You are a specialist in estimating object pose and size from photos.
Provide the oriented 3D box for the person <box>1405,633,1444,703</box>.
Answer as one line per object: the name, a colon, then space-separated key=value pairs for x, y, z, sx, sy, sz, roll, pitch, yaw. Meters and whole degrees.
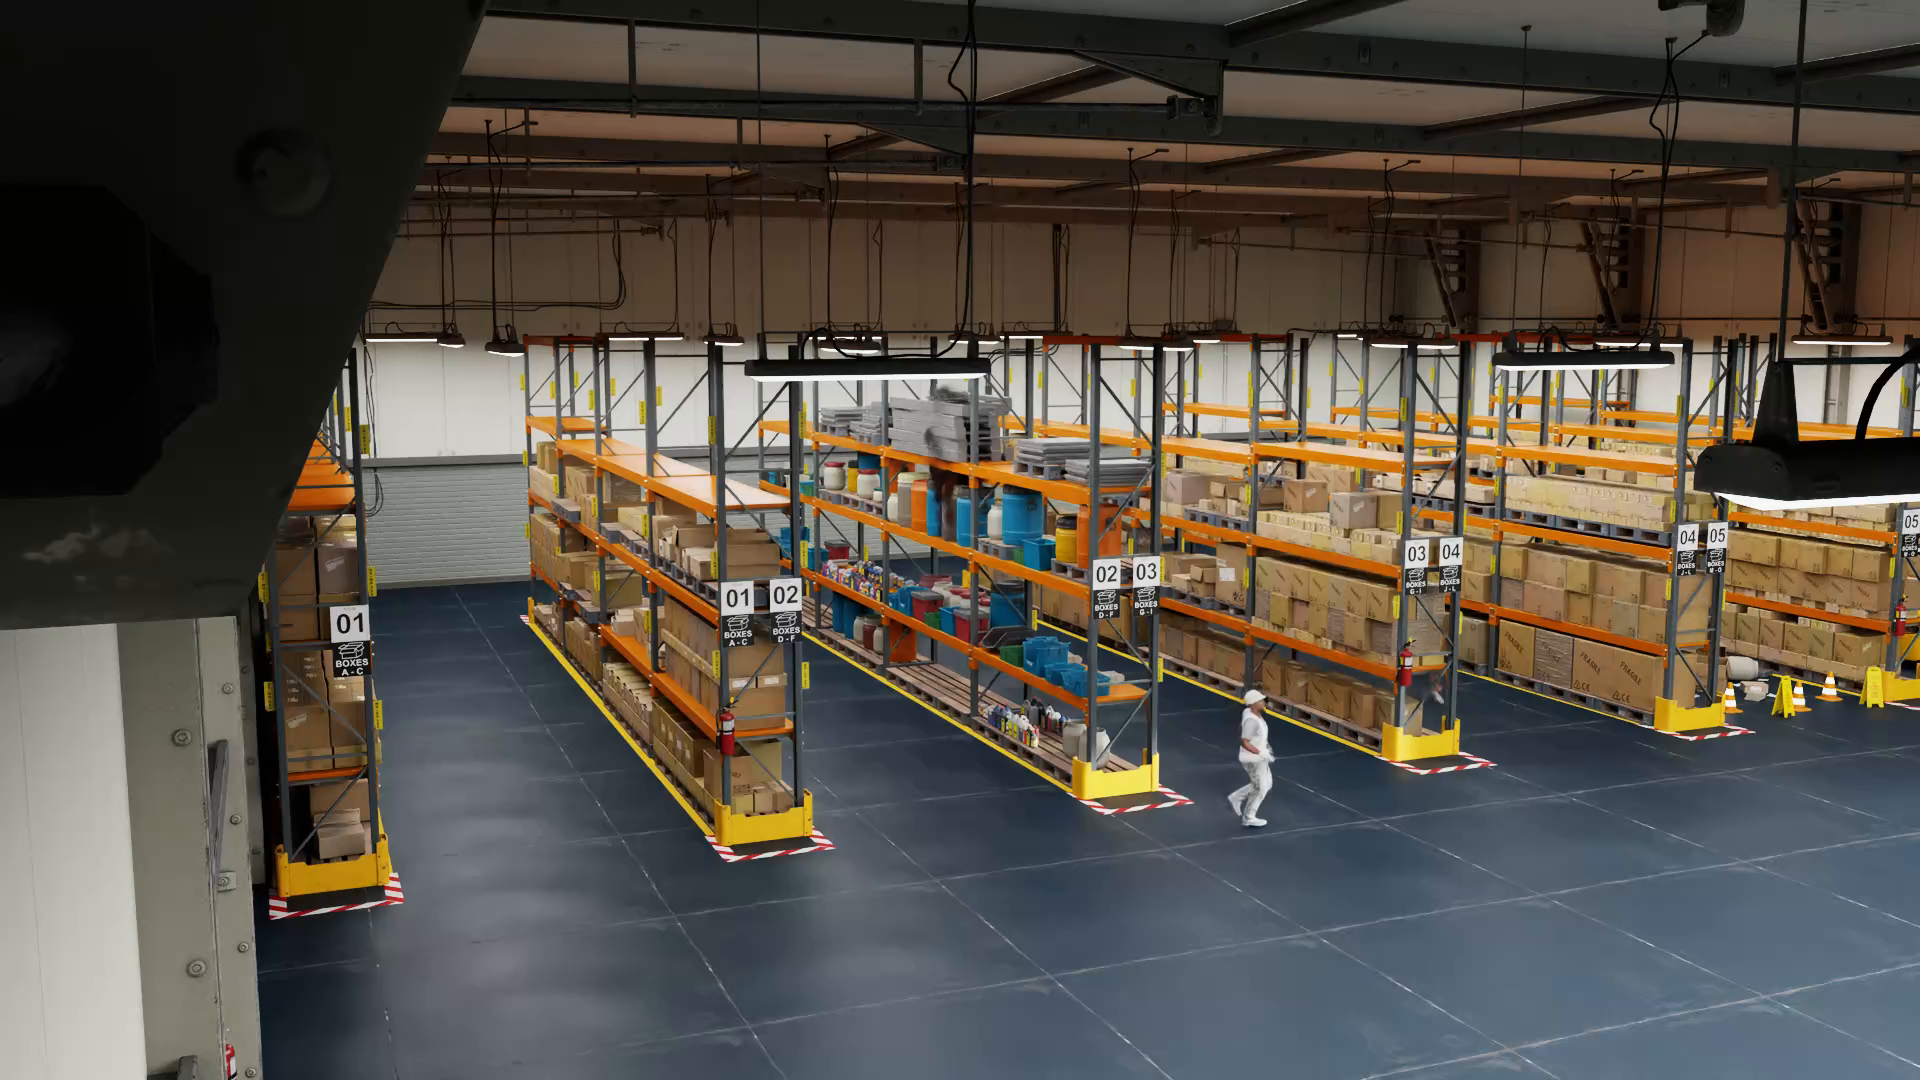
person: x=7.708 y=1.829 z=27.842 sx=0.579 sy=1.674 sz=1.020 roll=-7 pitch=10 yaw=-43

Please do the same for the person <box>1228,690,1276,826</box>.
person: x=3.644 y=2.720 z=20.744 sx=0.590 sy=1.736 sz=0.662 roll=2 pitch=8 yaw=12
